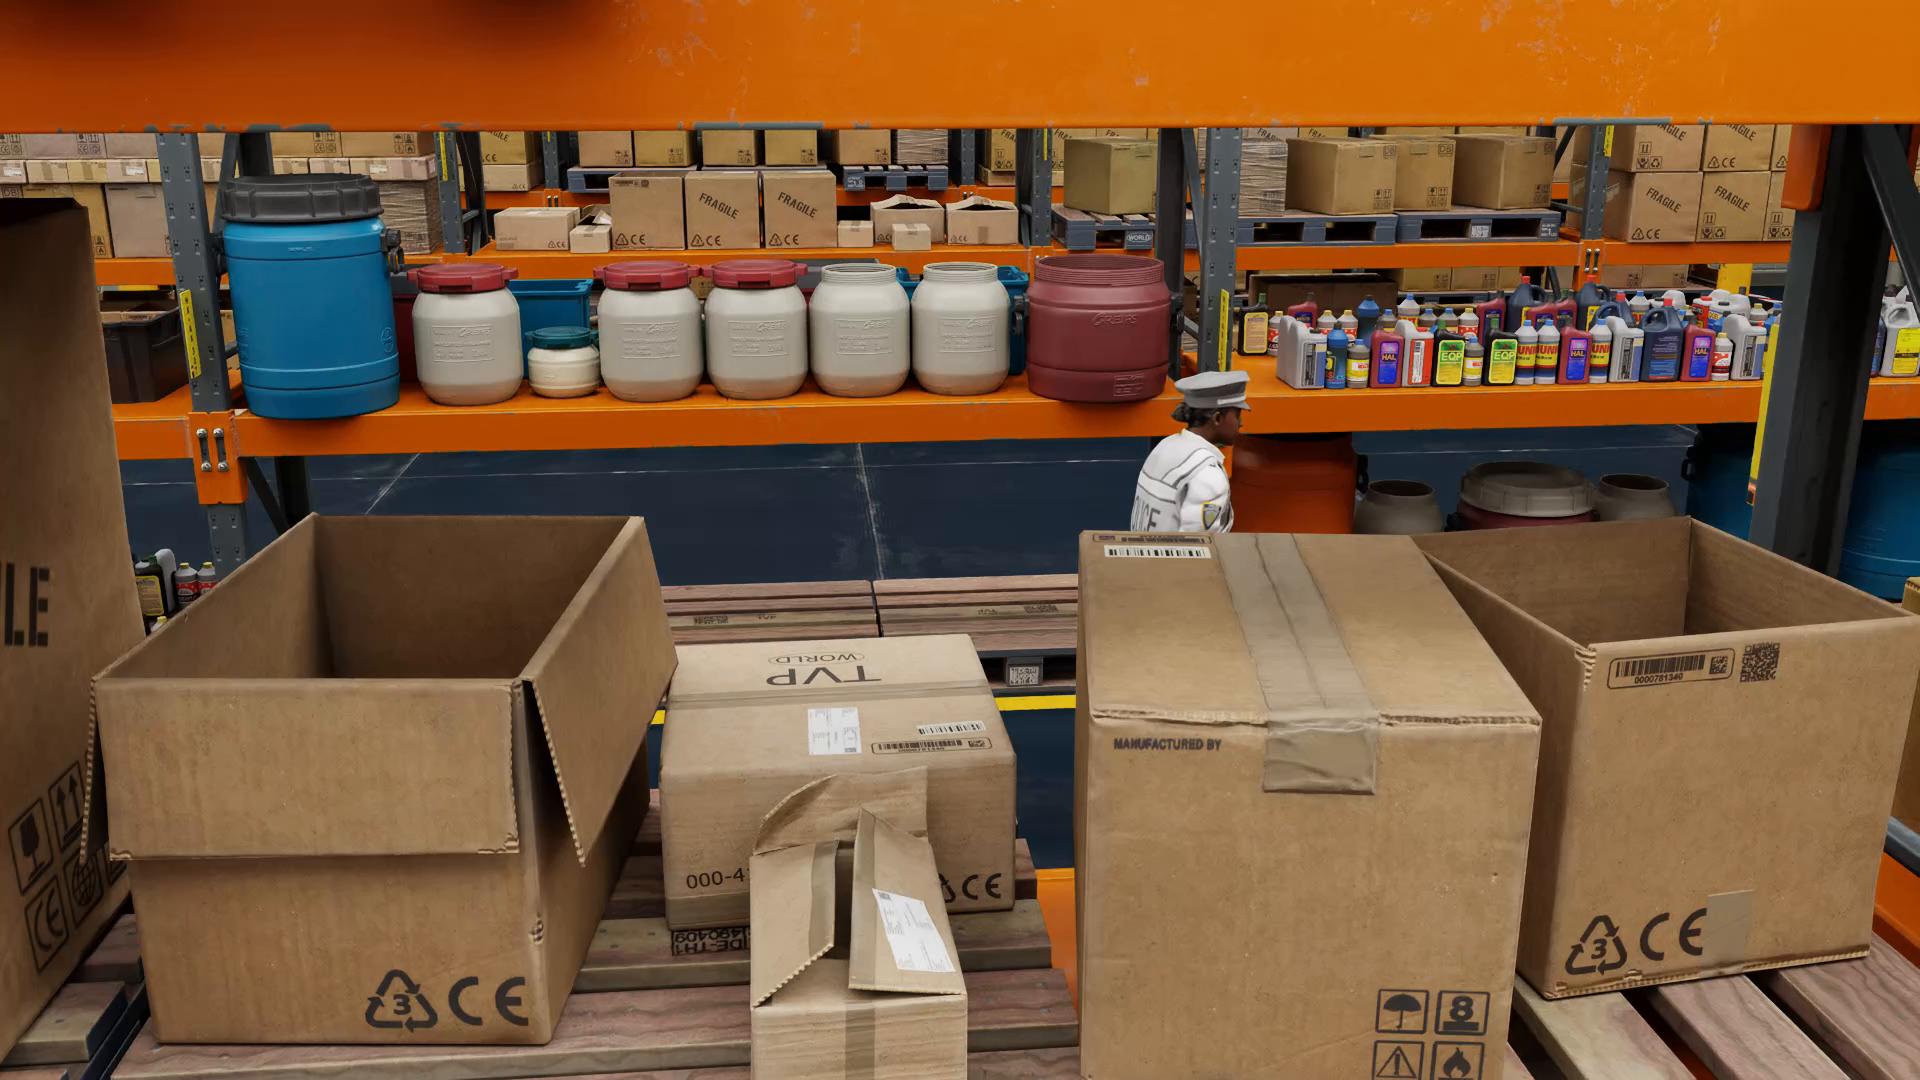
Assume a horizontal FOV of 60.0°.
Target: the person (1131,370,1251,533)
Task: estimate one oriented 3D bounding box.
[{"bbox_3d":[0.789,0.245,5.739,0.396,1.656,0.519,-3,17,-8],"label":"person"}]
